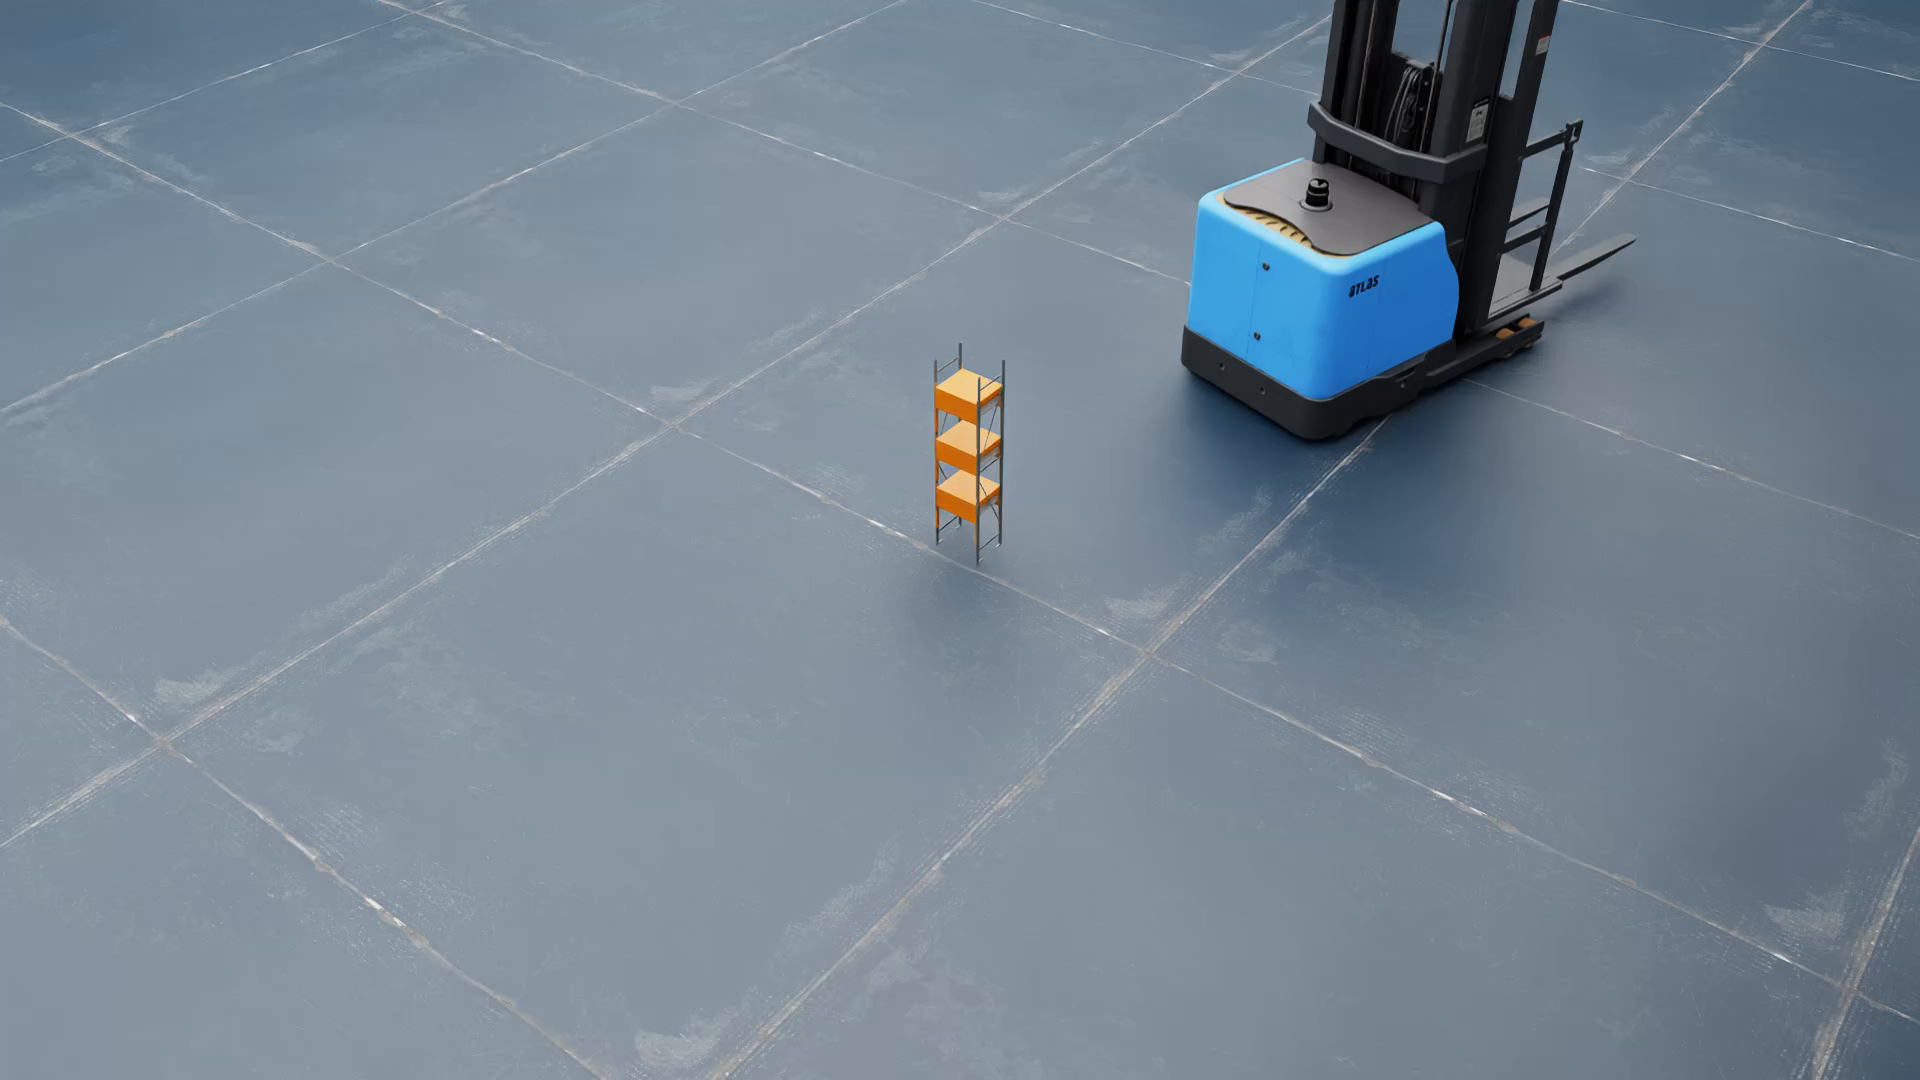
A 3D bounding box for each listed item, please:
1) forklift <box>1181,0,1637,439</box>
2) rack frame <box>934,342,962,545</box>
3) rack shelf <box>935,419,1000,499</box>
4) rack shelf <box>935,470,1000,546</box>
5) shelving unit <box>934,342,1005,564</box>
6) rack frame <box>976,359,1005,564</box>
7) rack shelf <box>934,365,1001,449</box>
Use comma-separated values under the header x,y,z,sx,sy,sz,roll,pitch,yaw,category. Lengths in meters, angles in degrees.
x,y,z,sx,sy,sz,roll,pitch,yaw,category
2.710,-2.417,8.821,3.031,2.935,1.130,-25,45,-29,forklift
-0.054,-0.439,7.820,0.008,1.050,0.200,25,45,29,rack frame
0.042,-0.385,7.768,0.240,0.259,0.215,25,45,29,rack shelf
0.042,-0.166,7.939,0.240,0.259,0.215,25,45,29,rack shelf
0.042,-0.393,7.762,0.252,1.050,0.215,25,45,29,shelving unit
0.139,-0.348,7.703,0.008,1.050,0.200,25,45,29,rack frame
0.042,-0.608,7.593,0.240,0.259,0.215,25,45,29,rack shelf
